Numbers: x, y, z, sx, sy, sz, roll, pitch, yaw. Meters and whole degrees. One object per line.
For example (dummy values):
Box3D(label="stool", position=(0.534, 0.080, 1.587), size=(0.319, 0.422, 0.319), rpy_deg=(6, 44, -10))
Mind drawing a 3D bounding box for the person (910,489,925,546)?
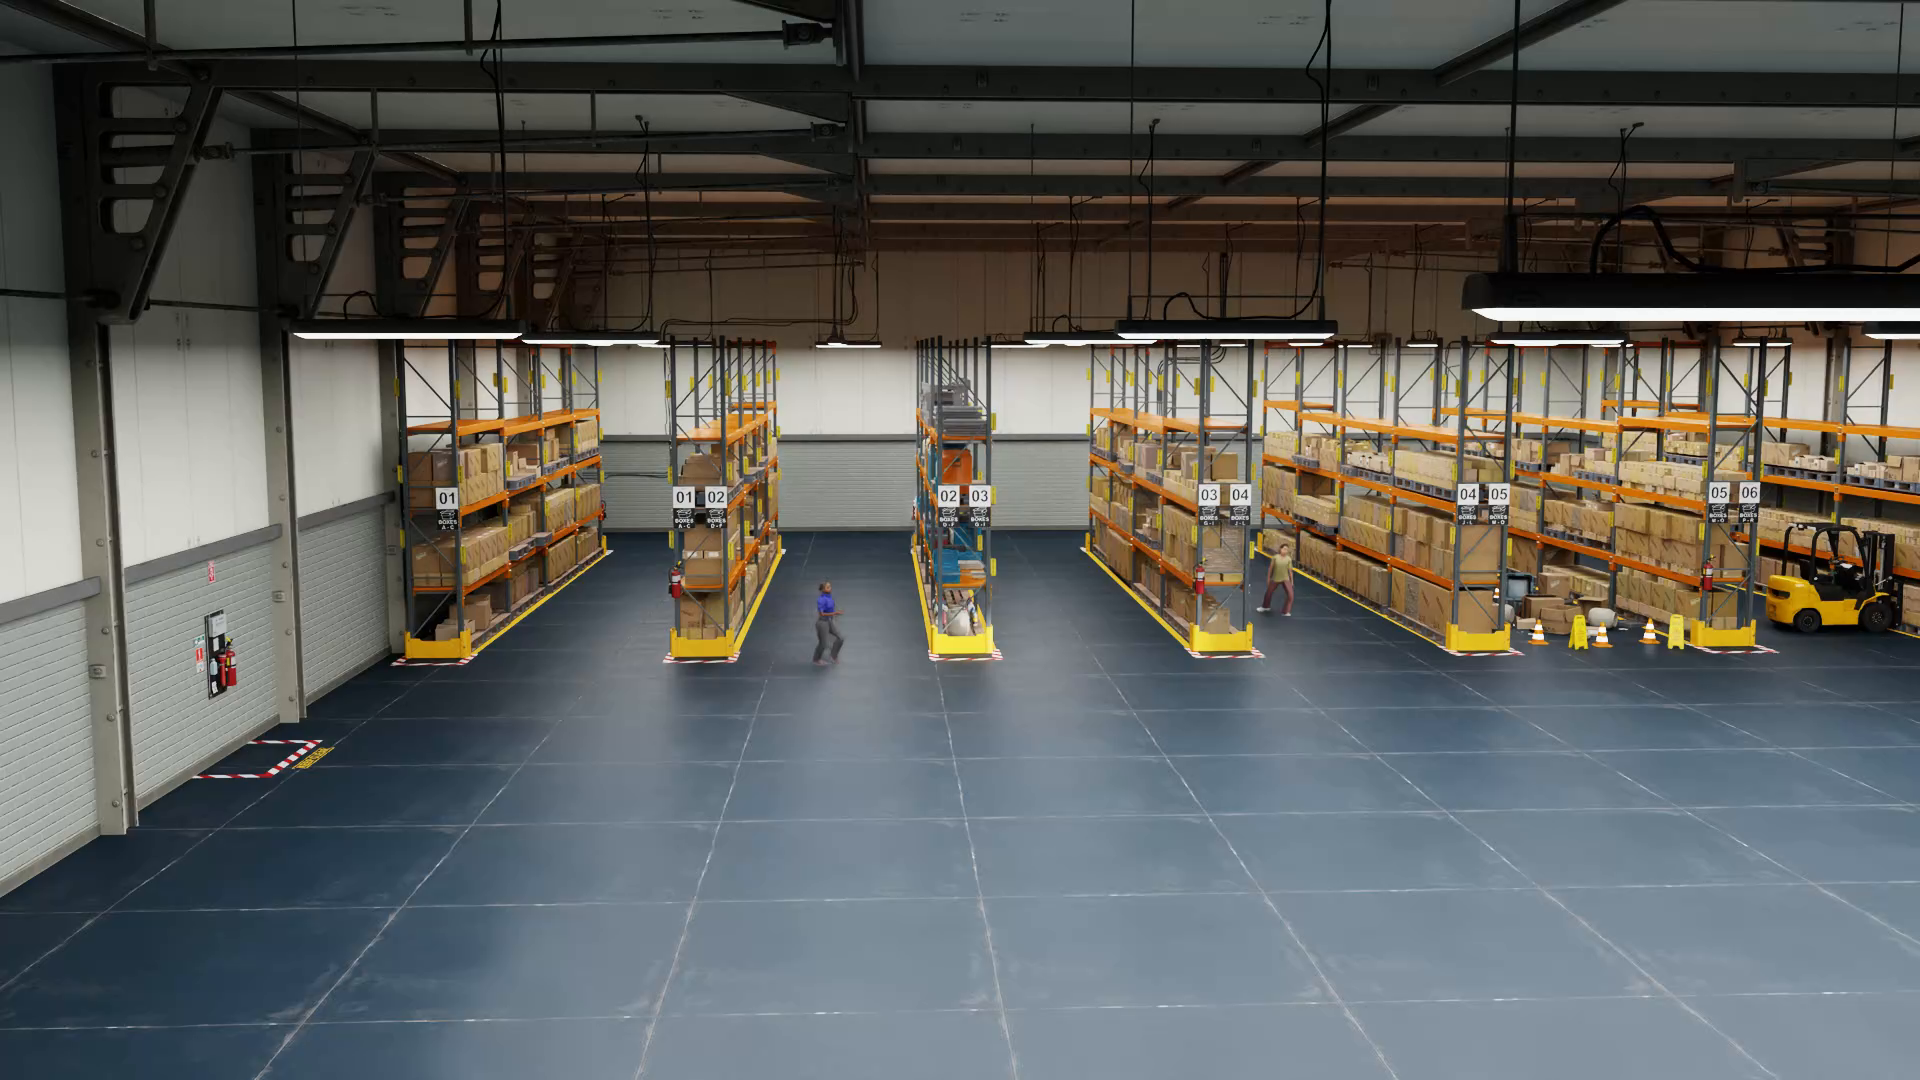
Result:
Box3D(label="person", position=(-1.179, -0.648, 48.570), size=(0.561, 1.762, 0.679), rpy_deg=(2, 7, 16))

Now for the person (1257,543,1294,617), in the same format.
Box3D(label="person", position=(6.845, 0.843, 36.074), size=(0.780, 1.584, 0.740), rpy_deg=(1, 7, 10))

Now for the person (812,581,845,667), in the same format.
Box3D(label="person", position=(-2.399, 1.525, 30.017), size=(0.732, 1.628, 0.657), rpy_deg=(3, 7, 26))

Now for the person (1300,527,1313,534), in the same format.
Box3D(label="person", position=(10.435, -0.872, 50.272), size=(0.853, 1.838, 0.645), rpy_deg=(-6, 9, -41))
